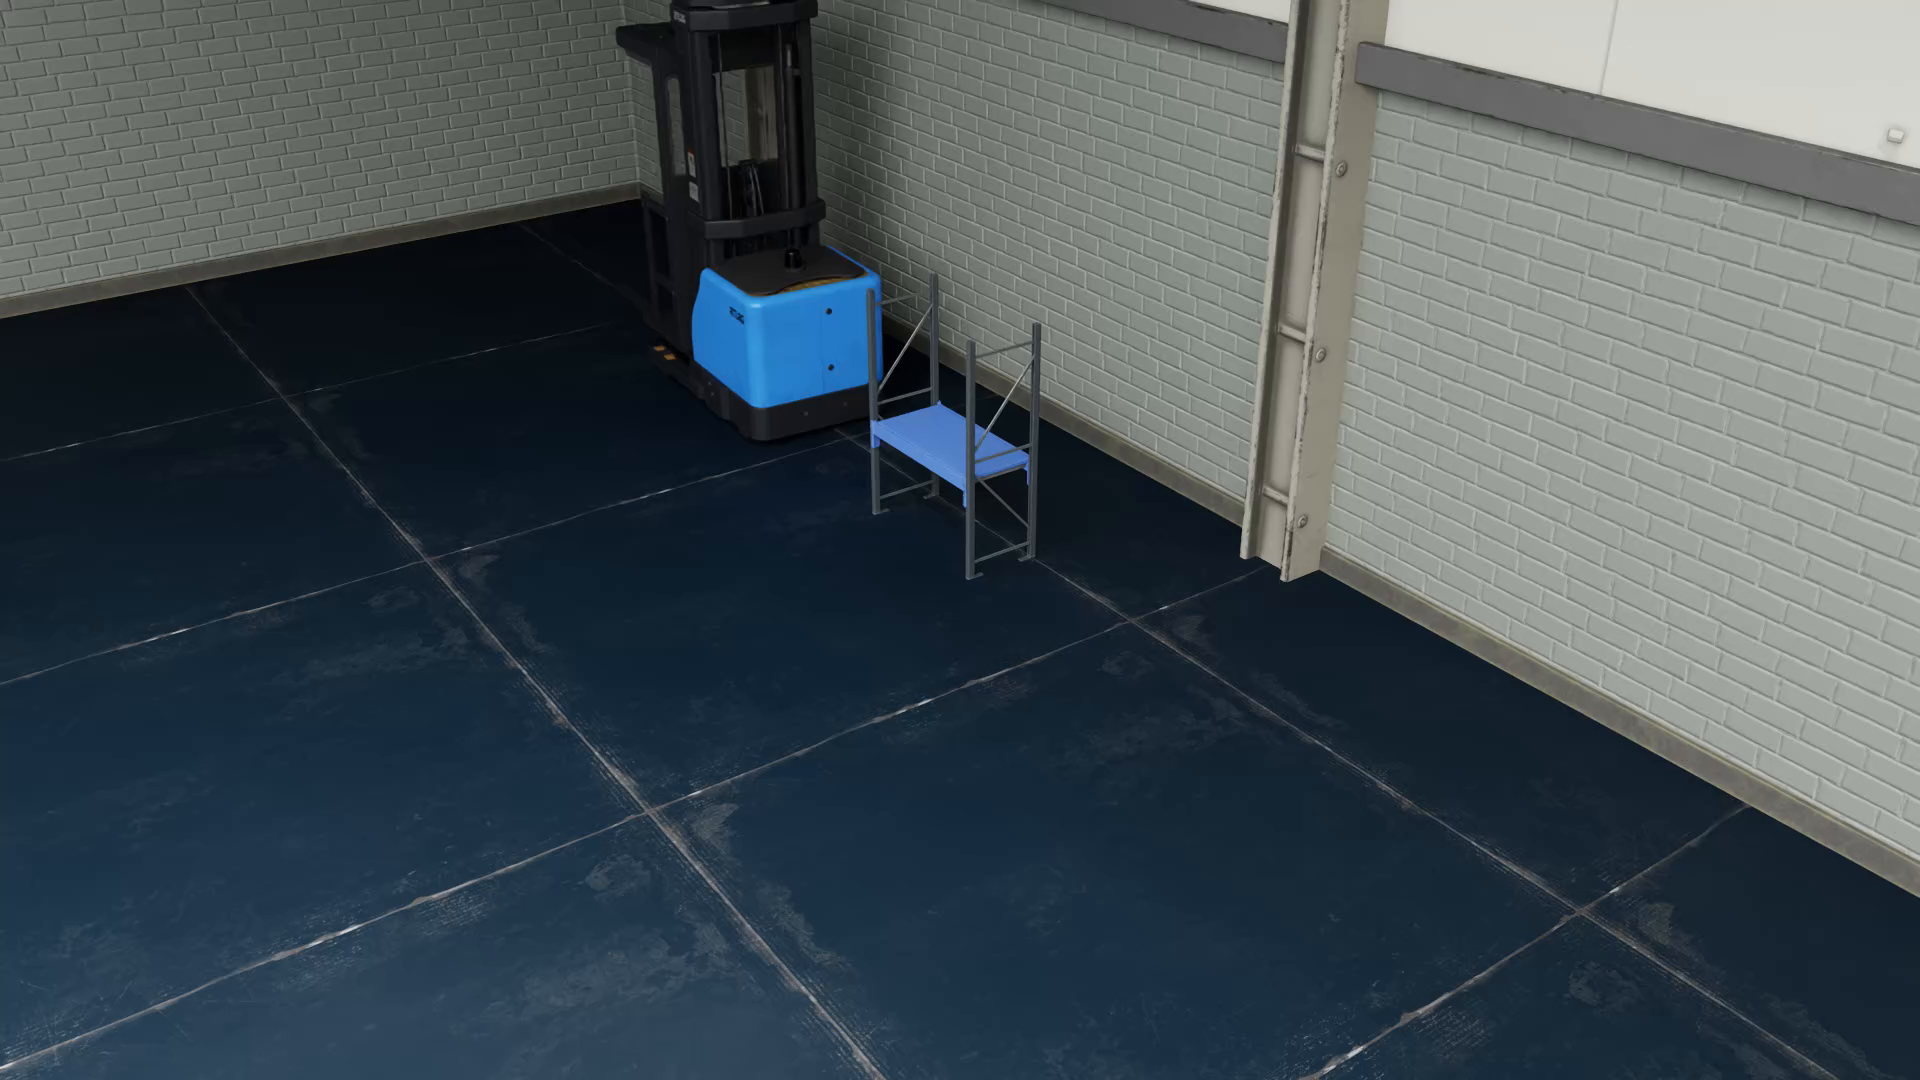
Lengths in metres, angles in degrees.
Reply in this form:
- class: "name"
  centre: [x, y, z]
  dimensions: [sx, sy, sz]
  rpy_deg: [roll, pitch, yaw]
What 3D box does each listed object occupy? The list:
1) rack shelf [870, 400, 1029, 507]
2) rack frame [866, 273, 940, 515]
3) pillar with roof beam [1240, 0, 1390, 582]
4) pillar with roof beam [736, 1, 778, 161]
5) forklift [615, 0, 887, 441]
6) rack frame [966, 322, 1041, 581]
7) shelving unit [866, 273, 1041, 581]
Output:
- class: "rack shelf"
  centre: [-0.049, -0.534, 10.039]
  dimensions: [0.538, 0.185, 1.000]
  rpy_deg: [-19, 34, -31]
- class: "rack frame"
  centre: [-0.344, -0.890, 10.317]
  dimensions: [0.500, 1.500, 0.032]
  rpy_deg: [-19, 34, -31]
- class: "pillar with roof beam"
  centre: [-1.577, -2.632, 5.668]
  dimensions: [9.100, 9.000, 0.400]
  rpy_deg: [-19, 34, -31]
- class: "pillar with roof beam"
  centre: [-5.057, -4.965, 9.963]
  dimensions: [9.100, 9.000, 0.400]
  rpy_deg: [-19, 34, -31]
- class: "forklift"
  centre: [-1.721, -2.627, 12.017]
  dimensions: [1.130, 2.935, 3.031]
  rpy_deg: [-16, 33, -27]
- class: "rack frame"
  centre: [0.245, -0.495, 9.589]
  dimensions: [0.500, 1.500, 0.032]
  rpy_deg: [-19, 34, -31]
- class: "shelving unit"
  centre: [-0.049, -0.692, 9.953]
  dimensions: [0.538, 1.500, 1.048]
  rpy_deg: [-19, 34, -31]
